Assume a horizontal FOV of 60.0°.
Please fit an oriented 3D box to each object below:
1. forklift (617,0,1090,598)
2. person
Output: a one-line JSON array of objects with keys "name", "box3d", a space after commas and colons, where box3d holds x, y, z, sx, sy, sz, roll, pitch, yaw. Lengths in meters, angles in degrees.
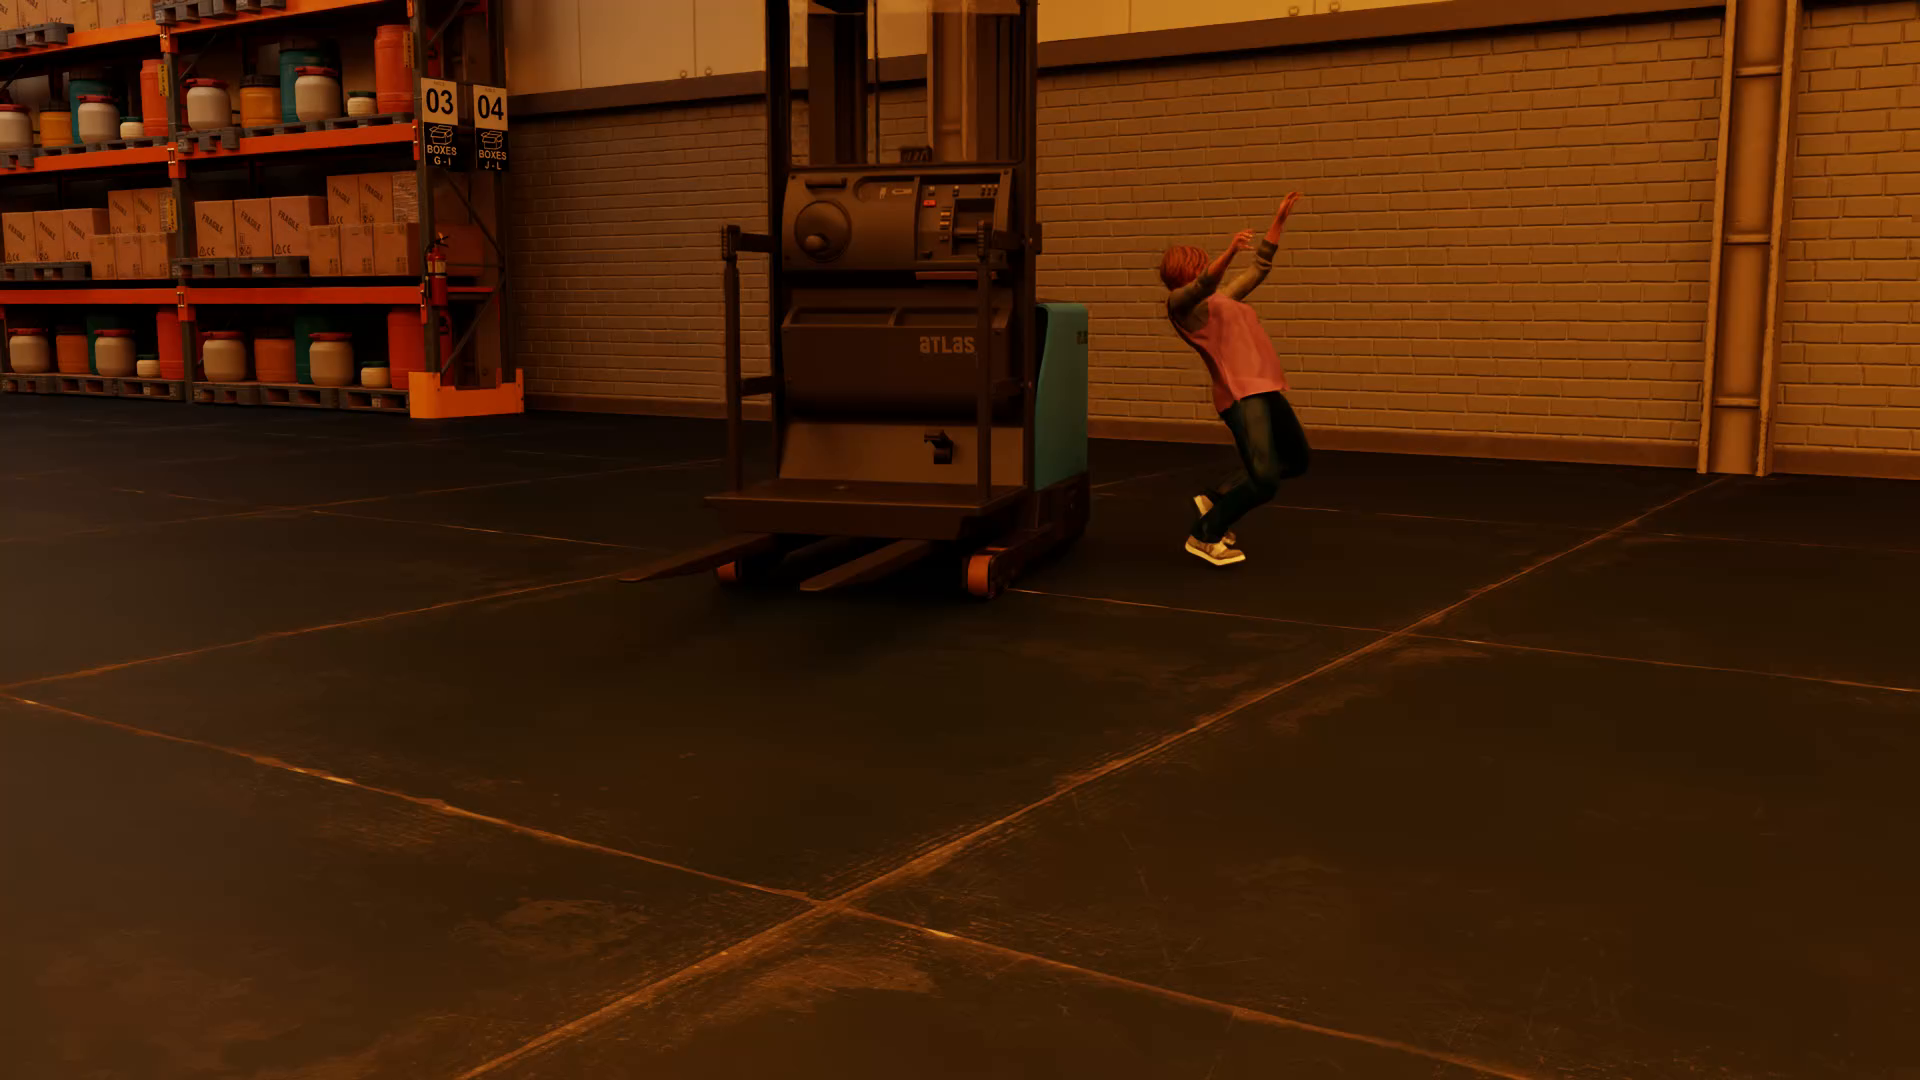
[{"name": "forklift", "box3d": [-0.310, -1.298, 6.322, 1.130, 2.935, 3.031, 2, 8, 17]}, {"name": "person", "box3d": [1.039, -0.652, 6.704, 0.607, 1.515, 0.862, 4, 9, 24]}]
